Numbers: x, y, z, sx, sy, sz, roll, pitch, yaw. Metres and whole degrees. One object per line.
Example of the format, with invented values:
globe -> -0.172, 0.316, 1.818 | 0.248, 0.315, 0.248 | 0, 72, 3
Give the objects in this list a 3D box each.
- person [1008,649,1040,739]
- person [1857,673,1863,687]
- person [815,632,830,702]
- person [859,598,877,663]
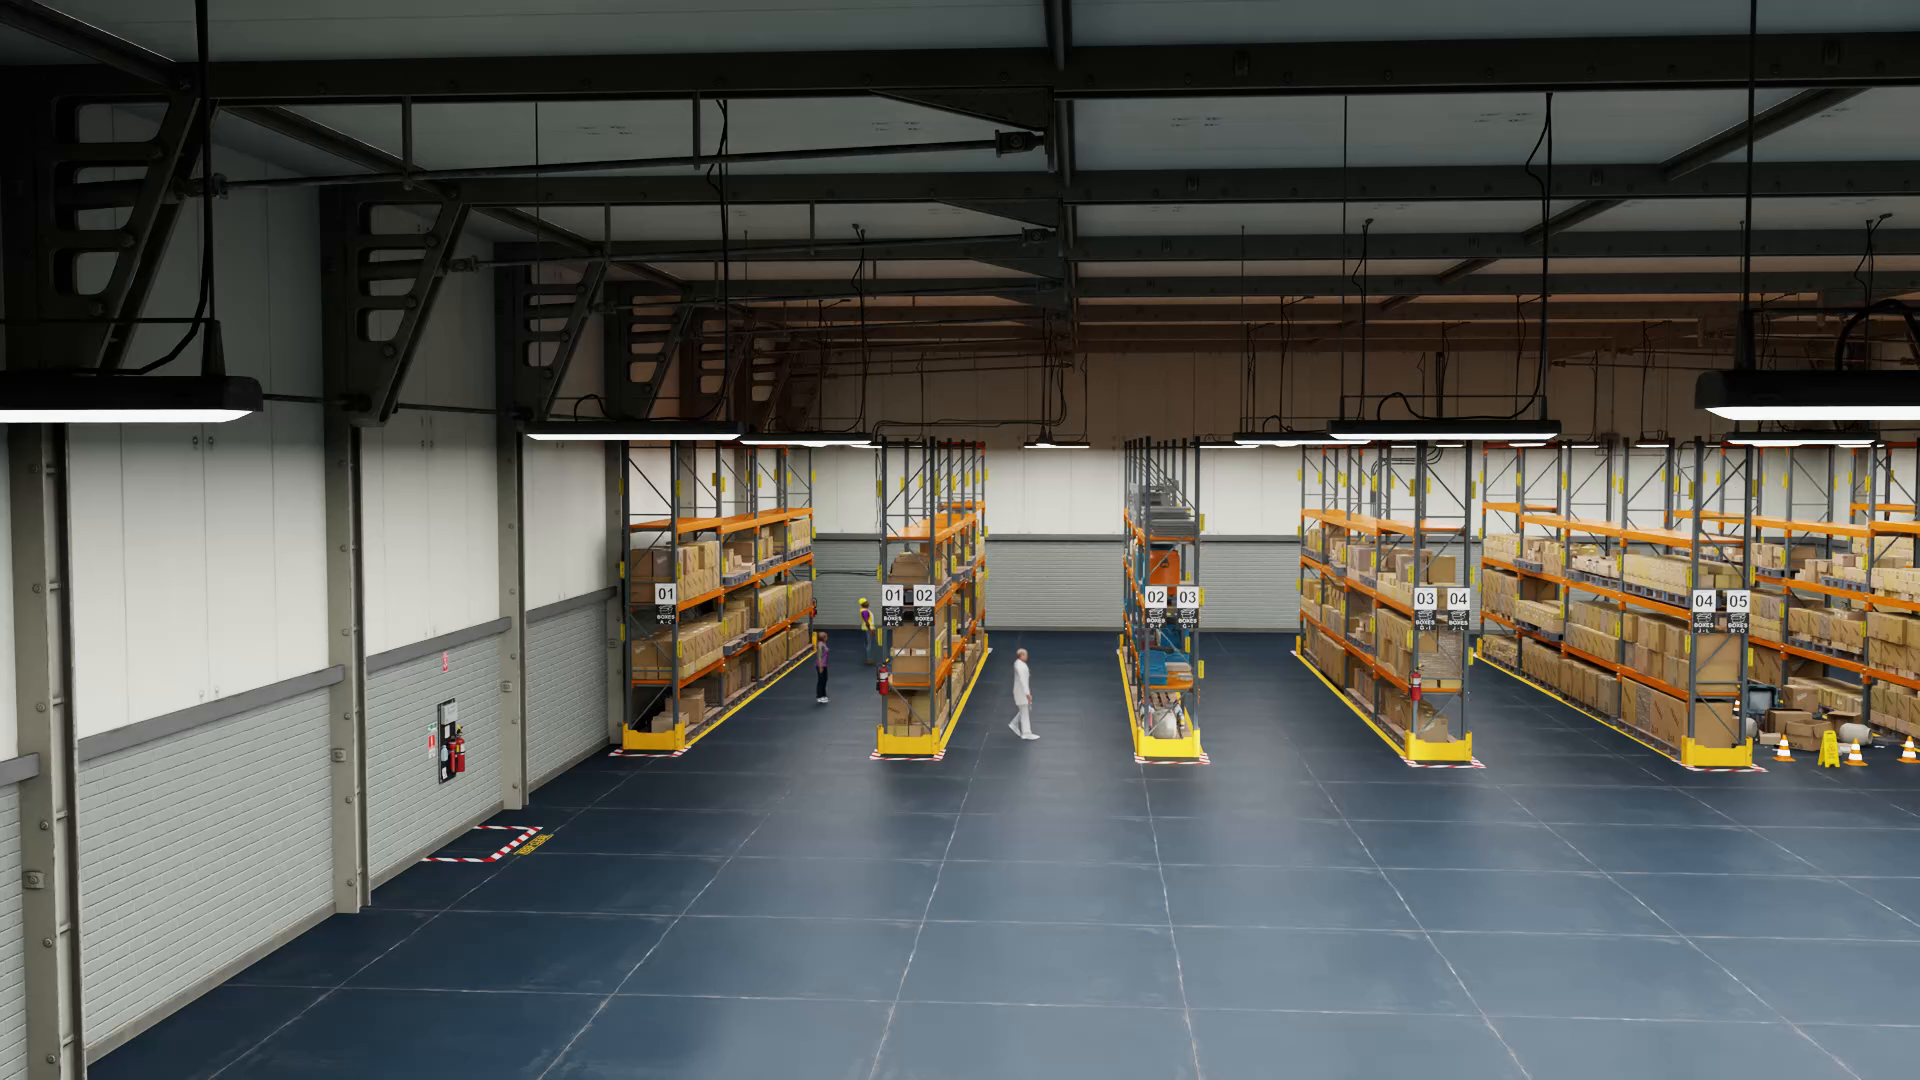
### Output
person -> 1.281, 3.058, 33.153 | 0.587, 1.788, 0.717 | 0, 3, -1
person -> 21.693, 2.683, 40.028 | 0.614, 1.822, 0.542 | 0, 3, -6
person -> -3.155, 2.923, 38.016 | 0.324, 1.661, 0.482 | 0, 3, 9
person -> -2.441, 2.444, 44.875 | 0.532, 1.751, 0.620 | -1, 3, -21
